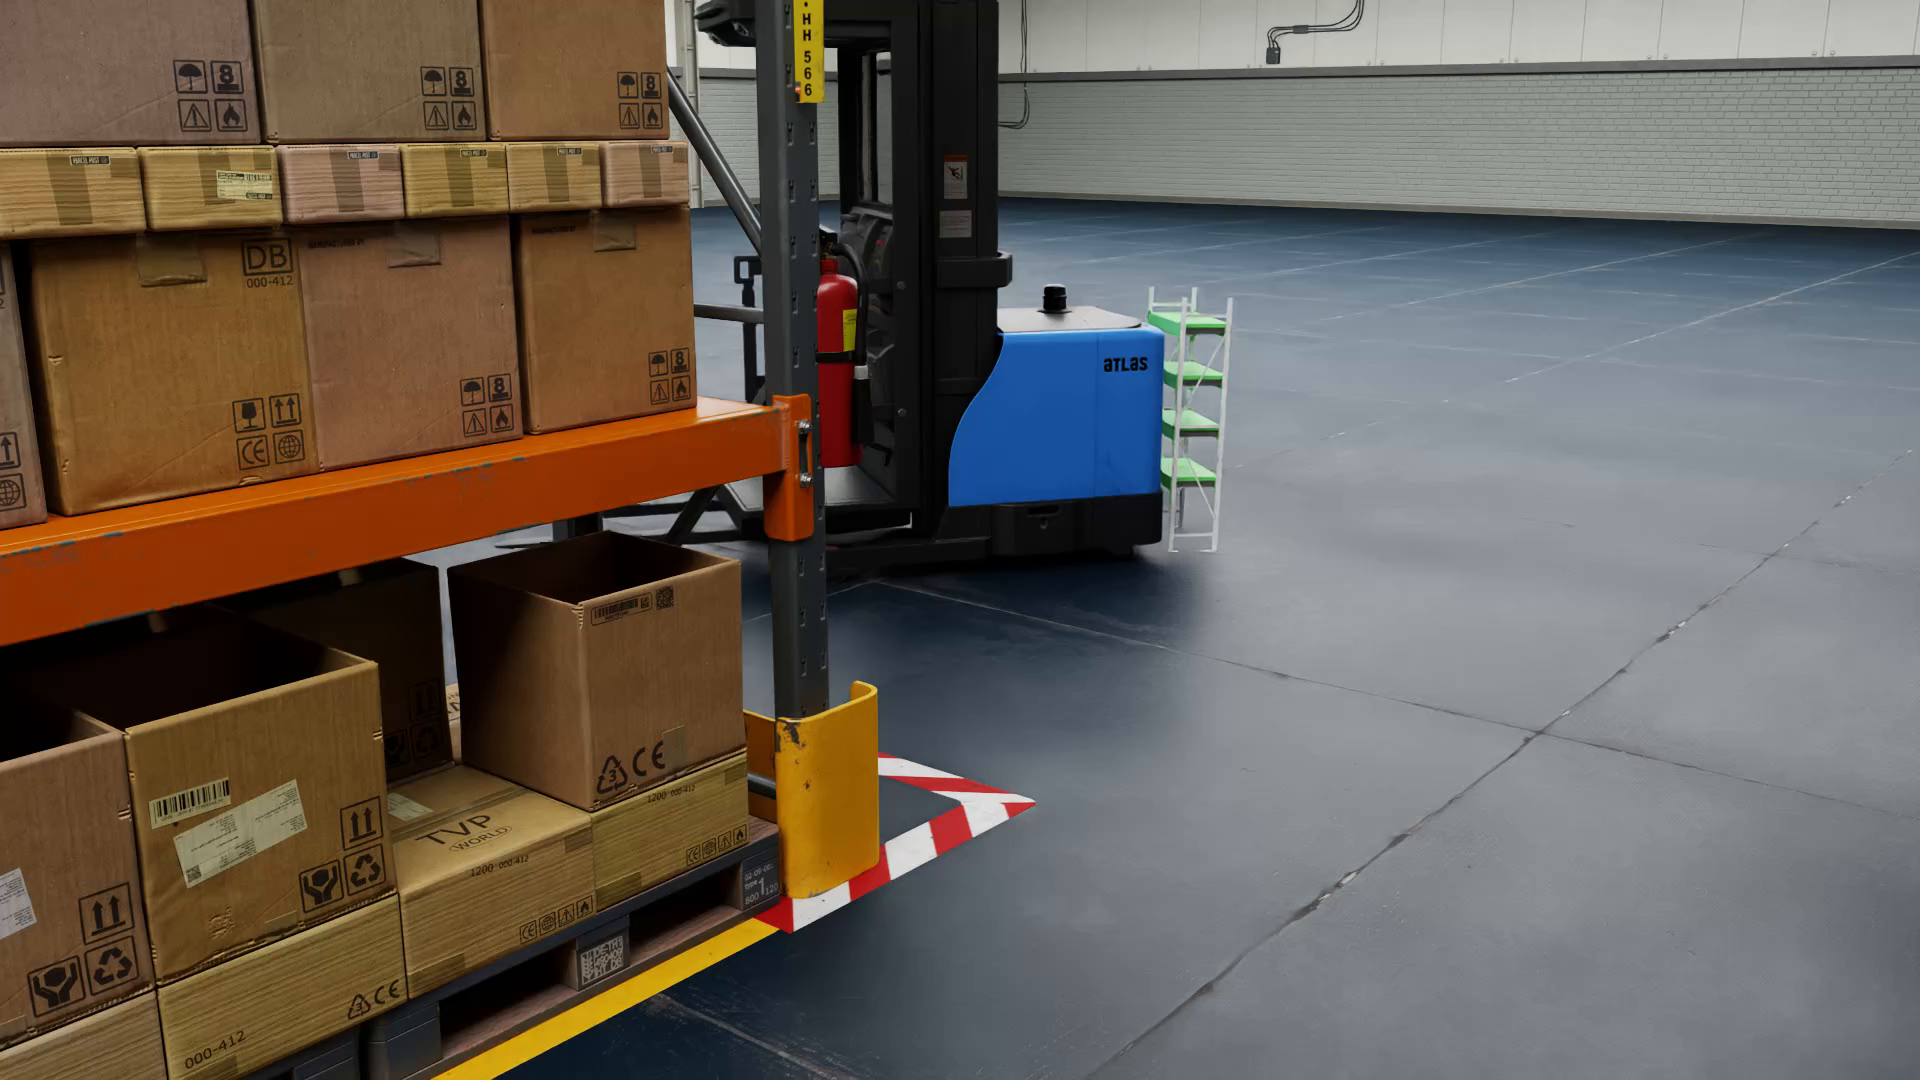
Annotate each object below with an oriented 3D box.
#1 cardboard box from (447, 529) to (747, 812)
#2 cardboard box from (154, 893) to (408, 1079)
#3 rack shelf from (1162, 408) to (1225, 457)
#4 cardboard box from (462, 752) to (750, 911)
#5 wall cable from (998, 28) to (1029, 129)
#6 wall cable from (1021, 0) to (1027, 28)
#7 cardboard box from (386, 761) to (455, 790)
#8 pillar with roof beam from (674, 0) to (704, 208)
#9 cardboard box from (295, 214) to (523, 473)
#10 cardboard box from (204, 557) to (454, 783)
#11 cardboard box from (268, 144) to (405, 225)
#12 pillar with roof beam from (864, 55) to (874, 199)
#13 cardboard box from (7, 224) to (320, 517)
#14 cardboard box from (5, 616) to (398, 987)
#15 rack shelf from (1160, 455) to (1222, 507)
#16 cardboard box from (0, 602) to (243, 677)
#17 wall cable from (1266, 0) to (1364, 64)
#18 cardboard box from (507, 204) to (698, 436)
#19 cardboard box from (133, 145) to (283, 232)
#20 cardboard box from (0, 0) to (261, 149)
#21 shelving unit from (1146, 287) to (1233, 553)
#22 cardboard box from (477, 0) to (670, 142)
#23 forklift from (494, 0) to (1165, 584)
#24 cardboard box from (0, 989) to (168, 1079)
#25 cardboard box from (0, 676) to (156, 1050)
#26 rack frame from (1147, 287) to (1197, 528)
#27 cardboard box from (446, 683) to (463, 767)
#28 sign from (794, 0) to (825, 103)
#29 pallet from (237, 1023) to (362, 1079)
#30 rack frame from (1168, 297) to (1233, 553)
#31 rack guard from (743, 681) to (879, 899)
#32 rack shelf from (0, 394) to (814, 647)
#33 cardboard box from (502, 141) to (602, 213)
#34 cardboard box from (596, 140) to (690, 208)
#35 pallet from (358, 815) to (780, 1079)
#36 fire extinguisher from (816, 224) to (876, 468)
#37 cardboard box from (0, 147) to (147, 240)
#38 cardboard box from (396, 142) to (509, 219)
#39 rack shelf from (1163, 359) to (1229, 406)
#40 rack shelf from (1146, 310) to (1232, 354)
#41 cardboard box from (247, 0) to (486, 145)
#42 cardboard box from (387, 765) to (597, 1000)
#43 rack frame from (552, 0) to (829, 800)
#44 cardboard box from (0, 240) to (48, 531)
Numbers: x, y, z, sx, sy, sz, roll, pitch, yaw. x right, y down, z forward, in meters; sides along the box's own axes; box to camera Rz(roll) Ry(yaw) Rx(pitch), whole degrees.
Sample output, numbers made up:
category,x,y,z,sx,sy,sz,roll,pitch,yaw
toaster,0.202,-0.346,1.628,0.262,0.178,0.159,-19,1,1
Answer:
category,x,y,z,sx,sy,sz,roll,pitch,yaw
cardboard box,-0.880,0.297,4.072,0.500,0.500,0.500,11,18,38
cardboard box,-1.500,0.853,3.403,0.500,0.250,0.500,11,18,38
rack shelf,1.065,-0.522,7.984,0.258,0.148,0.480,-1,14,-12
cardboard box,-0.882,0.660,4.166,0.500,0.250,0.500,11,18,38
wall cable,0.548,-11.966,43.257,3.097,2.526,0.112,11,18,38
wall cable,2.652,-13.995,40.987,3.097,2.526,0.112,11,18,38
cardboard box,-1.596,0.676,4.102,0.500,0.250,0.500,11,18,38
pillar with roof beam,-2.755,-11.296,34.314,9.100,9.000,0.400,11,18,38
cardboard box,-1.405,-0.478,3.708,0.700,0.500,0.500,12,18,39
cardboard box,-1.598,0.312,4.011,0.500,0.500,0.500,11,18,38
cardboard box,-1.351,-0.731,3.387,0.380,0.149,0.250,12,18,38
pillar with roof beam,1.016,-12.445,38.837,9.100,9.000,0.400,11,18,38
cardboard box,-1.721,-0.383,3.337,0.700,0.500,0.500,11,18,38
cardboard box,-1.498,0.490,3.309,0.500,0.500,0.500,11,18,38
rack shelf,1.058,-0.289,8.042,0.258,0.148,0.480,-1,14,-12
cardboard box,-1.902,0.410,3.626,0.500,0.500,0.500,11,18,38
wall cable,7.922,-13.647,36.661,2.305,6.003,0.169,11,18,38
cardboard box,-1.078,-0.579,4.107,0.700,0.500,0.500,11,18,38
cardboard box,-1.515,-0.681,3.189,0.380,0.149,0.250,12,19,39
cardboard box,-1.754,-0.999,3.127,0.700,0.500,0.500,11,18,38
shelving unit,1.066,-0.584,7.969,0.258,1.200,0.503,-1,14,-12
cardboard box,-1.111,-1.198,3.907,0.700,0.500,0.500,11,18,38
forklift,-0.625,-1.358,7.516,3.031,2.935,1.130,-4,15,-16
cardboard box,-1.816,0.949,3.028,0.500,0.250,0.500,11,18,38
cardboard box,-1.813,0.586,2.933,0.500,0.500,0.500,11,18,38
rack frame,1.017,-0.642,8.201,0.240,1.200,0.015,-1,14,-12
cardboard box,-1.285,0.579,4.481,0.500,0.250,0.500,11,18,38
sign,-0.362,-1.207,3.950,0.100,0.325,0.005,11,18,38
pallet,-1.990,1.119,3.289,1.003,0.211,1.213,11,18,38
rack frame,1.116,-0.525,7.737,0.240,1.200,0.015,-1,14,-12
rack guard,-0.760,0.589,4.789,1.175,0.500,0.348,11,18,38
rack shelf,-2.032,0.114,3.044,1.077,0.370,4.000,11,18,38
cardboard box,-1.030,-0.828,3.769,0.380,0.149,0.250,12,18,39
cardboard box,-0.867,-0.878,3.967,0.380,0.149,0.250,11,18,37
pallet,-1.223,0.886,4.204,1.003,0.211,1.213,11,18,38
fire extinguisher,-0.339,-0.531,4.279,0.296,0.674,0.183,11,18,38
cardboard box,-1.679,-0.630,2.990,0.380,0.149,0.250,12,18,39
cardboard box,-1.191,-0.779,3.576,0.380,0.149,0.250,11,18,37
rack shelf,1.071,-0.754,7.926,0.258,0.148,0.480,-1,14,-12
rack shelf,1.077,-0.987,7.869,0.258,0.148,0.480,-1,14,-12
cardboard box,-1.438,-1.096,3.507,0.700,0.500,0.500,11,18,36
cardboard box,-1.187,0.757,3.781,0.500,0.250,0.500,11,18,38
rack frame,-0.775,-0.618,4.463,1.000,3.000,0.127,11,18,38
cardboard box,-2.049,-0.282,2.938,0.700,0.500,0.500,12,19,39
